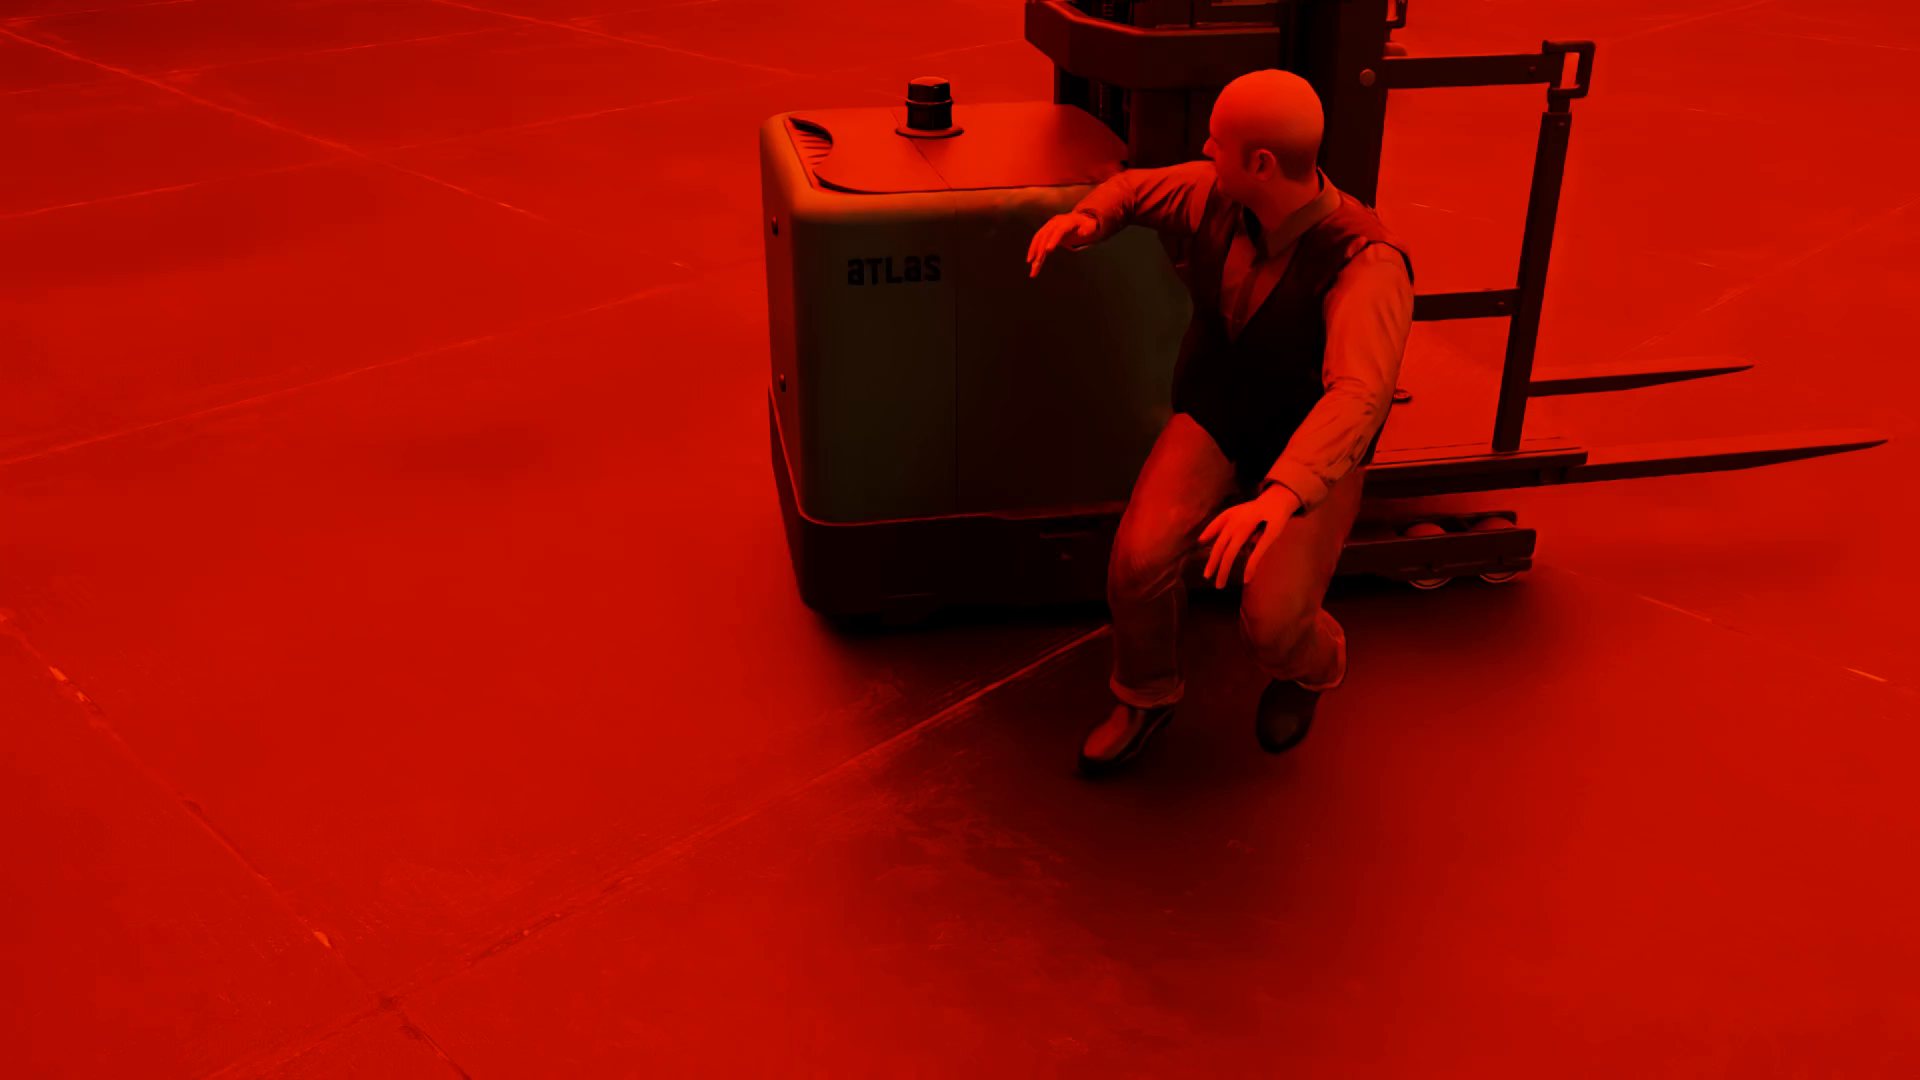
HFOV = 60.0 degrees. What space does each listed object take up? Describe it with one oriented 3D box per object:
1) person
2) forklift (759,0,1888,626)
[{"bbox_3d":[0.471,-0.159,3.191,0.767,1.453,0.958,17,31,31],"label":"person"},{"bbox_3d":[1.022,-1.413,4.095,3.031,2.935,1.130,-5,27,-10],"label":"forklift"}]
